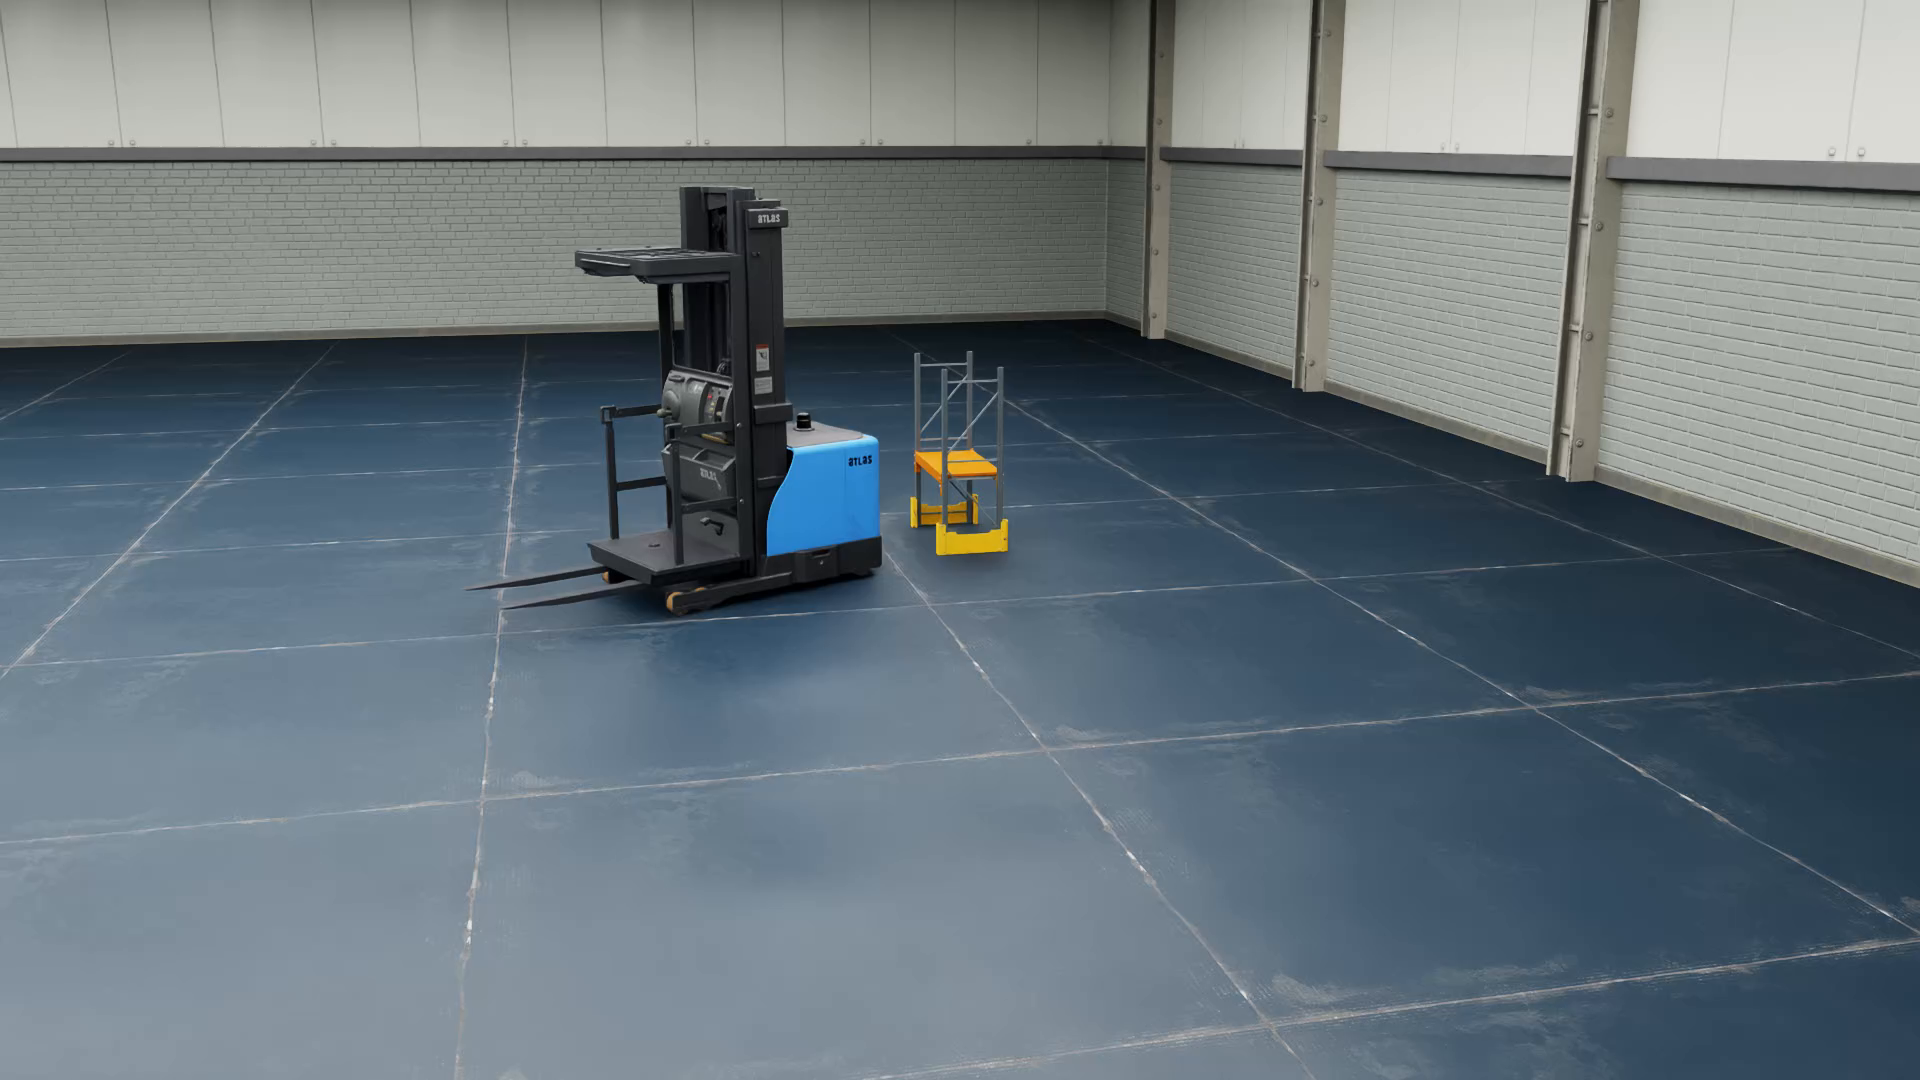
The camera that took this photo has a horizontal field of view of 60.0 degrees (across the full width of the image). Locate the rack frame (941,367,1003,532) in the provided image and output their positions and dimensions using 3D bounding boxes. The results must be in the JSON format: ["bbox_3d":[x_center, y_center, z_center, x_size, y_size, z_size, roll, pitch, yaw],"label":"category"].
[{"bbox_3d":[0.099,-0.631,13.350,0.500,1.500,0.032,-3,14,-13],"label":"rack frame"}]

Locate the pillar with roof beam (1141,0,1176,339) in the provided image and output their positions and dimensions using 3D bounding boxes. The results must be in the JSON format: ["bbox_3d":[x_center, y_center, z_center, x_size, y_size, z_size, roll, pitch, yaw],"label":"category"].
[{"bbox_3d":[-0.951,-7.522,25.756,9.100,9.000,0.400,-3,14,-13],"label":"pillar with roof beam"}]

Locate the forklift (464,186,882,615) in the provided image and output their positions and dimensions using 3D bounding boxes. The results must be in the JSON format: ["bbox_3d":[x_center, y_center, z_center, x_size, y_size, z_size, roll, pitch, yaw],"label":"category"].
[{"bbox_3d":[-2.074,-1.033,11.981,3.031,2.935,1.130,-11,17,-37],"label":"forklift"}]

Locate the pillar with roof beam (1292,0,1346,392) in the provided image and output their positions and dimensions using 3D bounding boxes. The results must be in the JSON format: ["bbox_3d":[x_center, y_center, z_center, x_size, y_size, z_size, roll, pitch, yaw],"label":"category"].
[{"bbox_3d":[0.459,-6.138,20.090,9.100,9.000,0.400,-3,14,-13],"label":"pillar with roof beam"}]

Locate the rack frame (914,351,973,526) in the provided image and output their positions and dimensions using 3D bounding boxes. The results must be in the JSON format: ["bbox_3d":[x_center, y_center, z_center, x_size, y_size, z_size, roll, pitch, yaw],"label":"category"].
[{"bbox_3d":[-0.139,-0.866,14.310,0.500,1.500,0.032,-3,14,-13],"label":"rack frame"}]

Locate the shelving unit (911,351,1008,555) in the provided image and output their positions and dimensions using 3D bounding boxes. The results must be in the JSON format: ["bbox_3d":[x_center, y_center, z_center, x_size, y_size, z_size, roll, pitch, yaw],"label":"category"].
[{"bbox_3d":[-0.018,-0.746,13.821,0.587,1.500,1.083,-3,14,-13],"label":"shelving unit"}]

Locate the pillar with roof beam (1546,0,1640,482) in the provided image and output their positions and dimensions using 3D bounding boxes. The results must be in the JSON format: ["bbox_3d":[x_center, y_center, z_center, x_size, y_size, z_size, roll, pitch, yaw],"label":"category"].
[{"bbox_3d":[1.868,-4.754,14.425,9.100,9.000,0.400,-3,14,-13],"label":"pillar with roof beam"}]

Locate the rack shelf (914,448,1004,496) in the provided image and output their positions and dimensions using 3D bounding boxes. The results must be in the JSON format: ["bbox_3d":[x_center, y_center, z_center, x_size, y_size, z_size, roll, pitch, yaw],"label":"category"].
[{"bbox_3d":[-0.020,-0.574,13.872,0.538,0.185,1.000,-3,14,-13],"label":"rack shelf"}]

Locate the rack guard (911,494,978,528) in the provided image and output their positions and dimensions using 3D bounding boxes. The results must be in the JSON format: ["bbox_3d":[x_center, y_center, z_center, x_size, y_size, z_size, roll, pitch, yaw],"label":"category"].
[{"bbox_3d":[-0.135,-0.254,14.440,0.587,0.250,0.087,-3,14,-13],"label":"rack guard"}]

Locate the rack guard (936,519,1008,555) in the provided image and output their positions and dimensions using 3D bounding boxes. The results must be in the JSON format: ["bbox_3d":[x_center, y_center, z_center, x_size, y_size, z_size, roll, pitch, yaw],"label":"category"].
[{"bbox_3d":[0.099,-0.024,13.499,0.587,0.250,0.087,-3,14,-13],"label":"rack guard"}]
